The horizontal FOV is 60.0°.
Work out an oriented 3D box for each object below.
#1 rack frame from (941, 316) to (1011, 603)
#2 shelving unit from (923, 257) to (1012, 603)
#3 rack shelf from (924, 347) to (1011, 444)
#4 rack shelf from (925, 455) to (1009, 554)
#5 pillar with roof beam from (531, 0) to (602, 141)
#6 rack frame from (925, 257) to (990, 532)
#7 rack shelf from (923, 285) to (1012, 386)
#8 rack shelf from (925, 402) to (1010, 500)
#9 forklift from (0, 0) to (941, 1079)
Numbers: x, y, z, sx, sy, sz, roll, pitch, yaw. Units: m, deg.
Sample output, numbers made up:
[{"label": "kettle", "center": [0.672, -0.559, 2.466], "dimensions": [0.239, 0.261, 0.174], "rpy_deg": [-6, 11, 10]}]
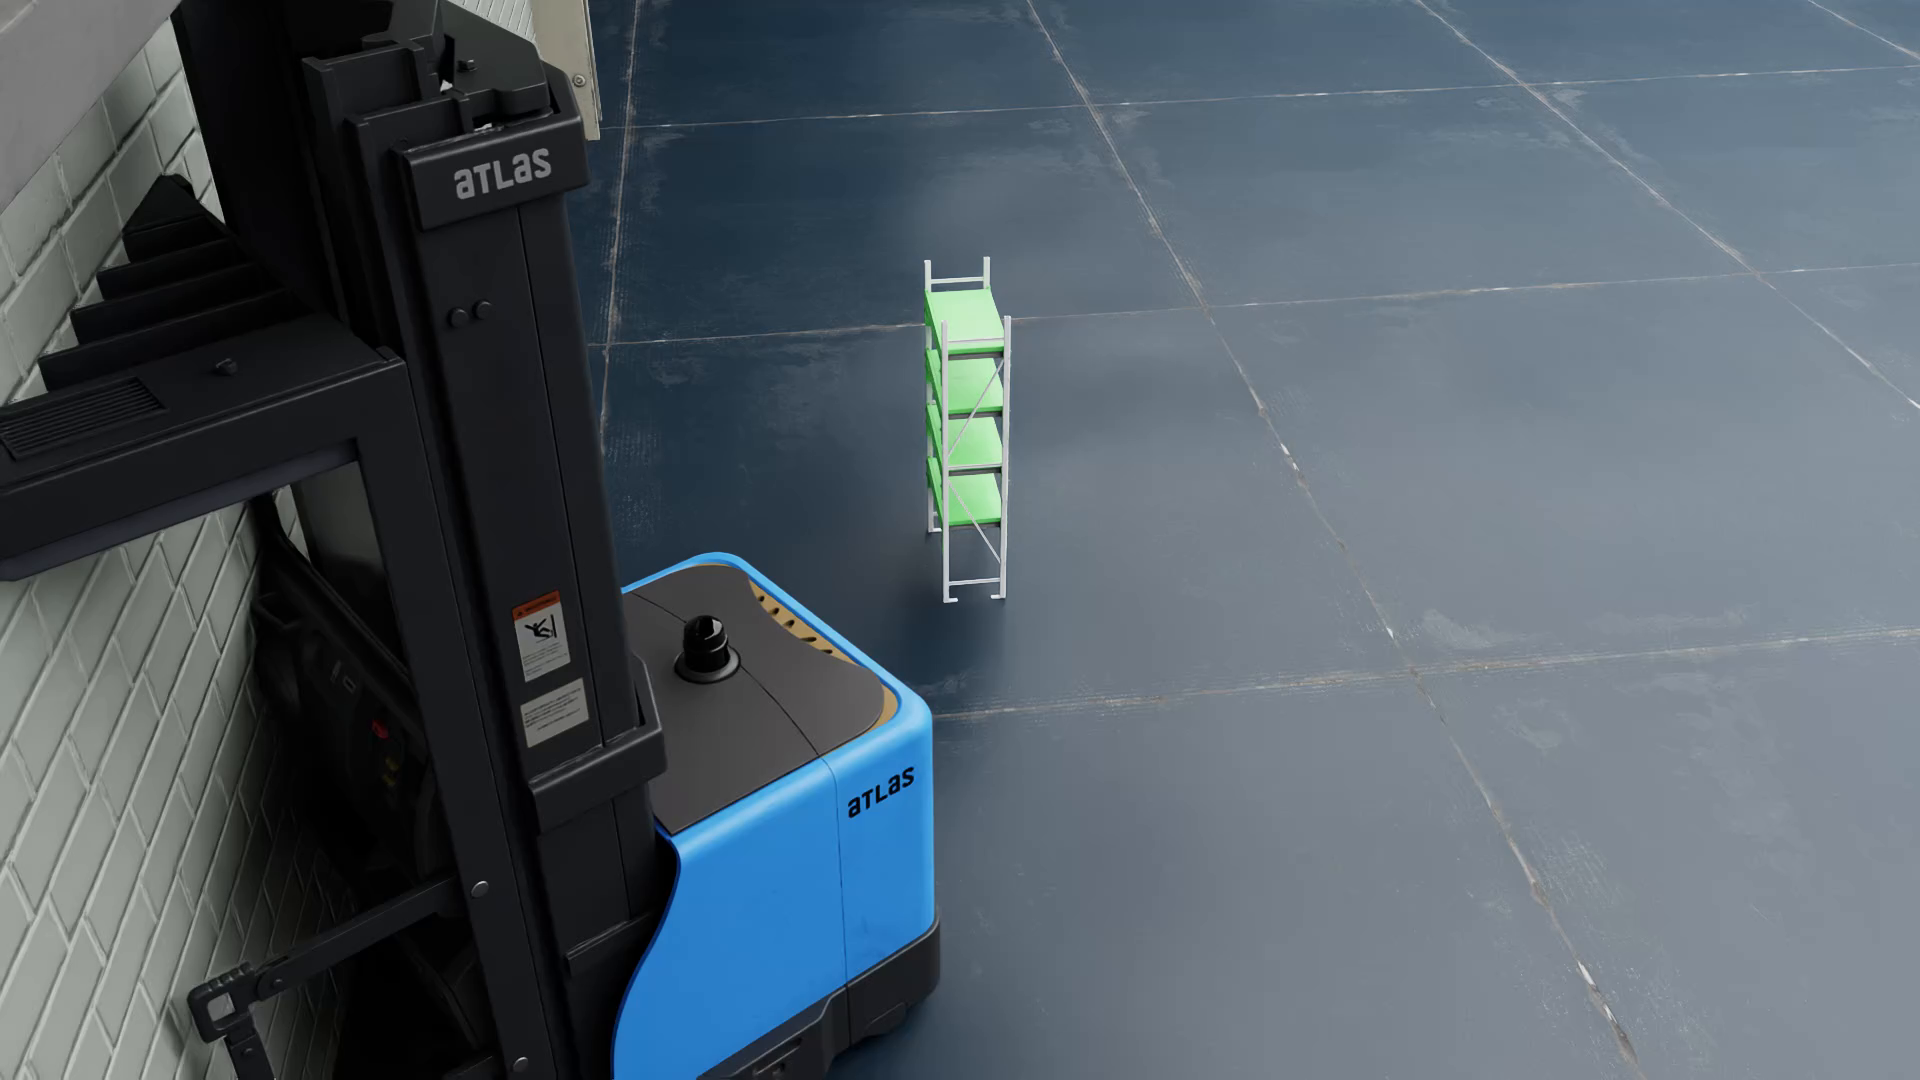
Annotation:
[{"label": "rack frame", "center": [0.055, -0.267, 6.077], "dimensions": [0.240, 1.200, 0.015], "rpy_deg": [-4, 35, -6]}, {"label": "shelving unit", "center": [0.022, -0.403, 6.277], "dimensions": [0.258, 1.200, 0.503], "rpy_deg": [-4, 35, -6]}, {"label": "rack shelf", "center": [0.022, -0.549, 6.177], "dimensions": [0.258, 0.148, 0.480], "rpy_deg": [-4, 35, -6]}, {"label": "rack shelf", "center": [0.022, -0.152, 6.448], "dimensions": [0.258, 0.148, 0.480], "rpy_deg": [-4, 35, -6]}, {"label": "pillar with roof beam", "center": [1.824, -6.655, 8.525], "dimensions": [9.100, 9.000, 0.400], "rpy_deg": [-4, 35, -6]}, {"label": "rack frame", "center": [-0.011, -0.540, 6.476], "dimensions": [0.240, 1.200, 0.015], "rpy_deg": [-4, 35, -6]}, {"label": "rack shelf", "center": [0.022, -0.747, 6.042], "dimensions": [0.258, 0.148, 0.480], "rpy_deg": [-4, 35, -6]}, {"label": "rack shelf", "center": [0.022, -0.351, 6.313], "dimensions": [0.258, 0.148, 0.480], "rpy_deg": [-4, 35, -6]}, {"label": "forklift", "center": [-1.508, 0.429, 3.517], "dimensions": [3.031, 2.935, 1.130], "rpy_deg": [-25, 42, -32]}]
